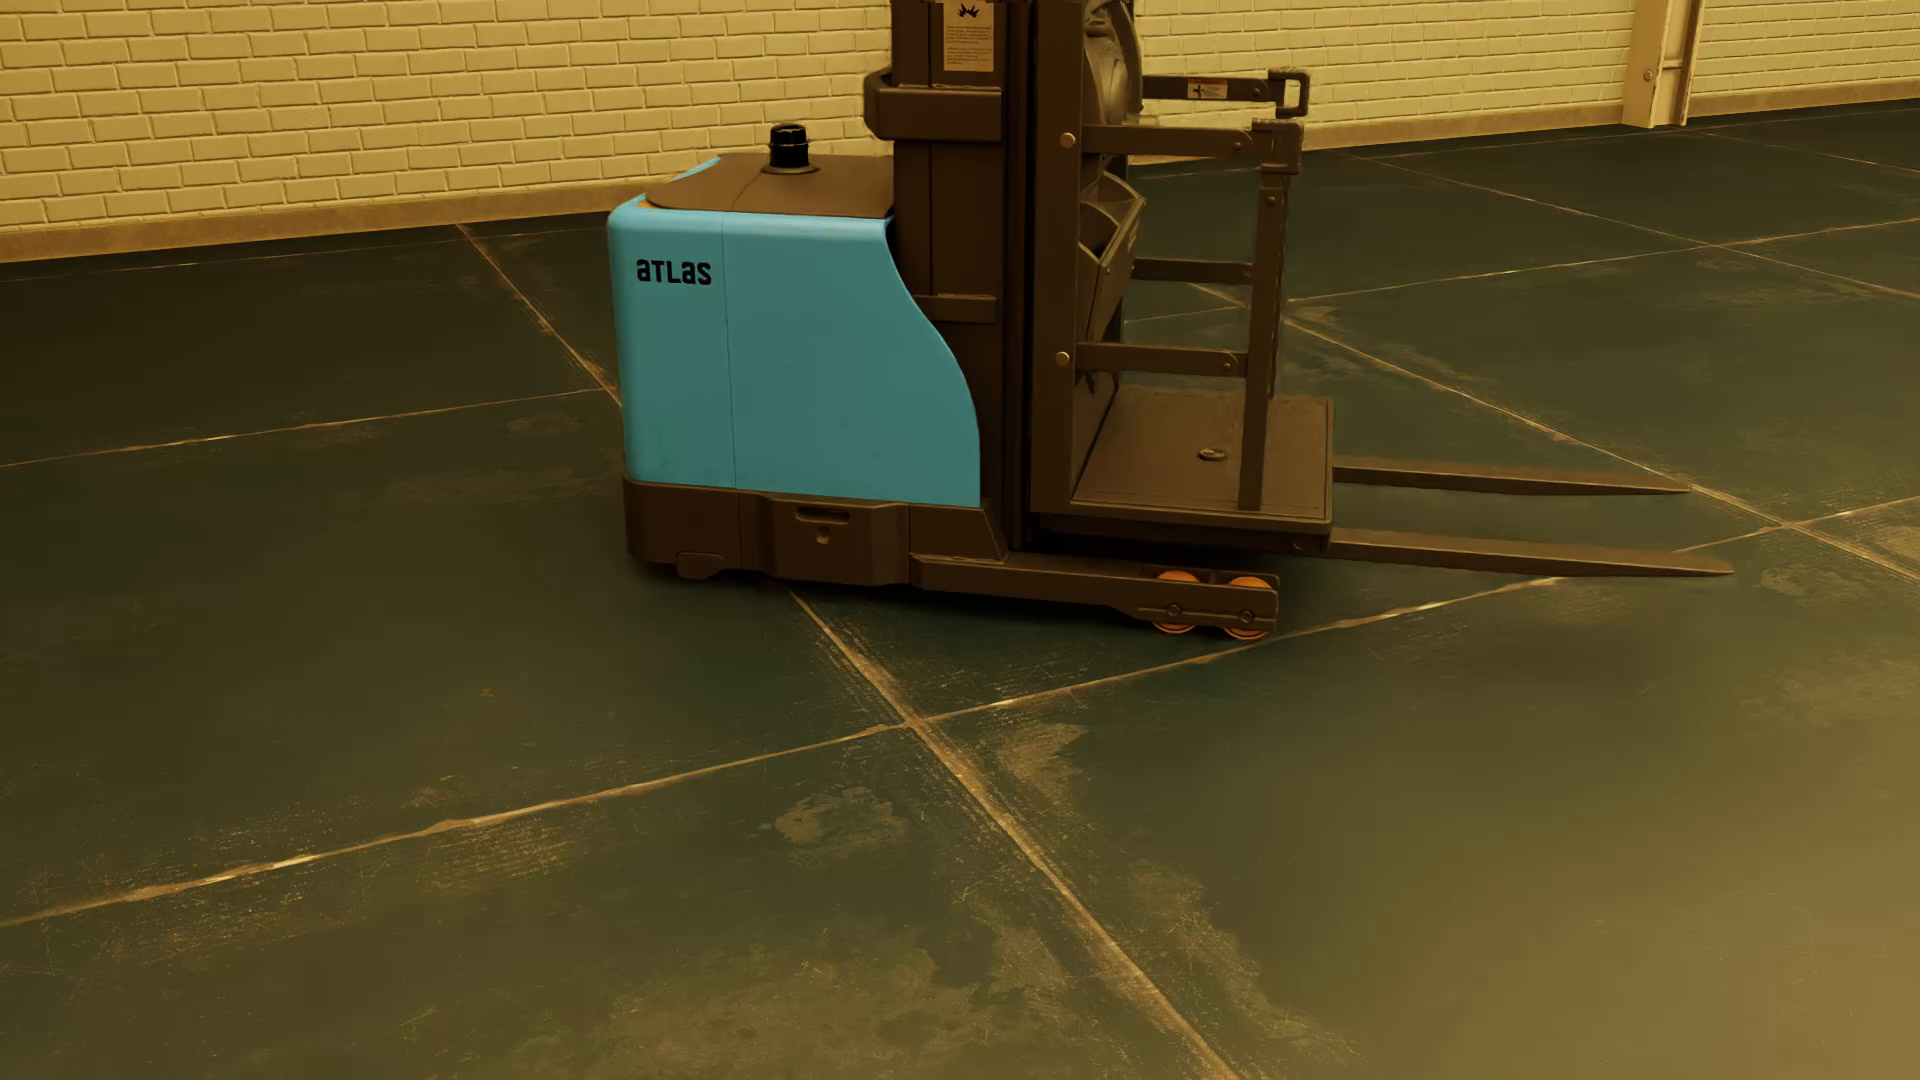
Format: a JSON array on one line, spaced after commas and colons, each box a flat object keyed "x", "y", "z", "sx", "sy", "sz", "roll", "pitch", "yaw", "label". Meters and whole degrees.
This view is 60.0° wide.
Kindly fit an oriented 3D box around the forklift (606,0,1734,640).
[{"x": 0.601, "y": -1.308, "z": 4.435, "sx": 3.031, "sy": 2.935, "sz": 1.130, "roll": 5, "pitch": 23, "yaw": 11, "label": "forklift"}]
